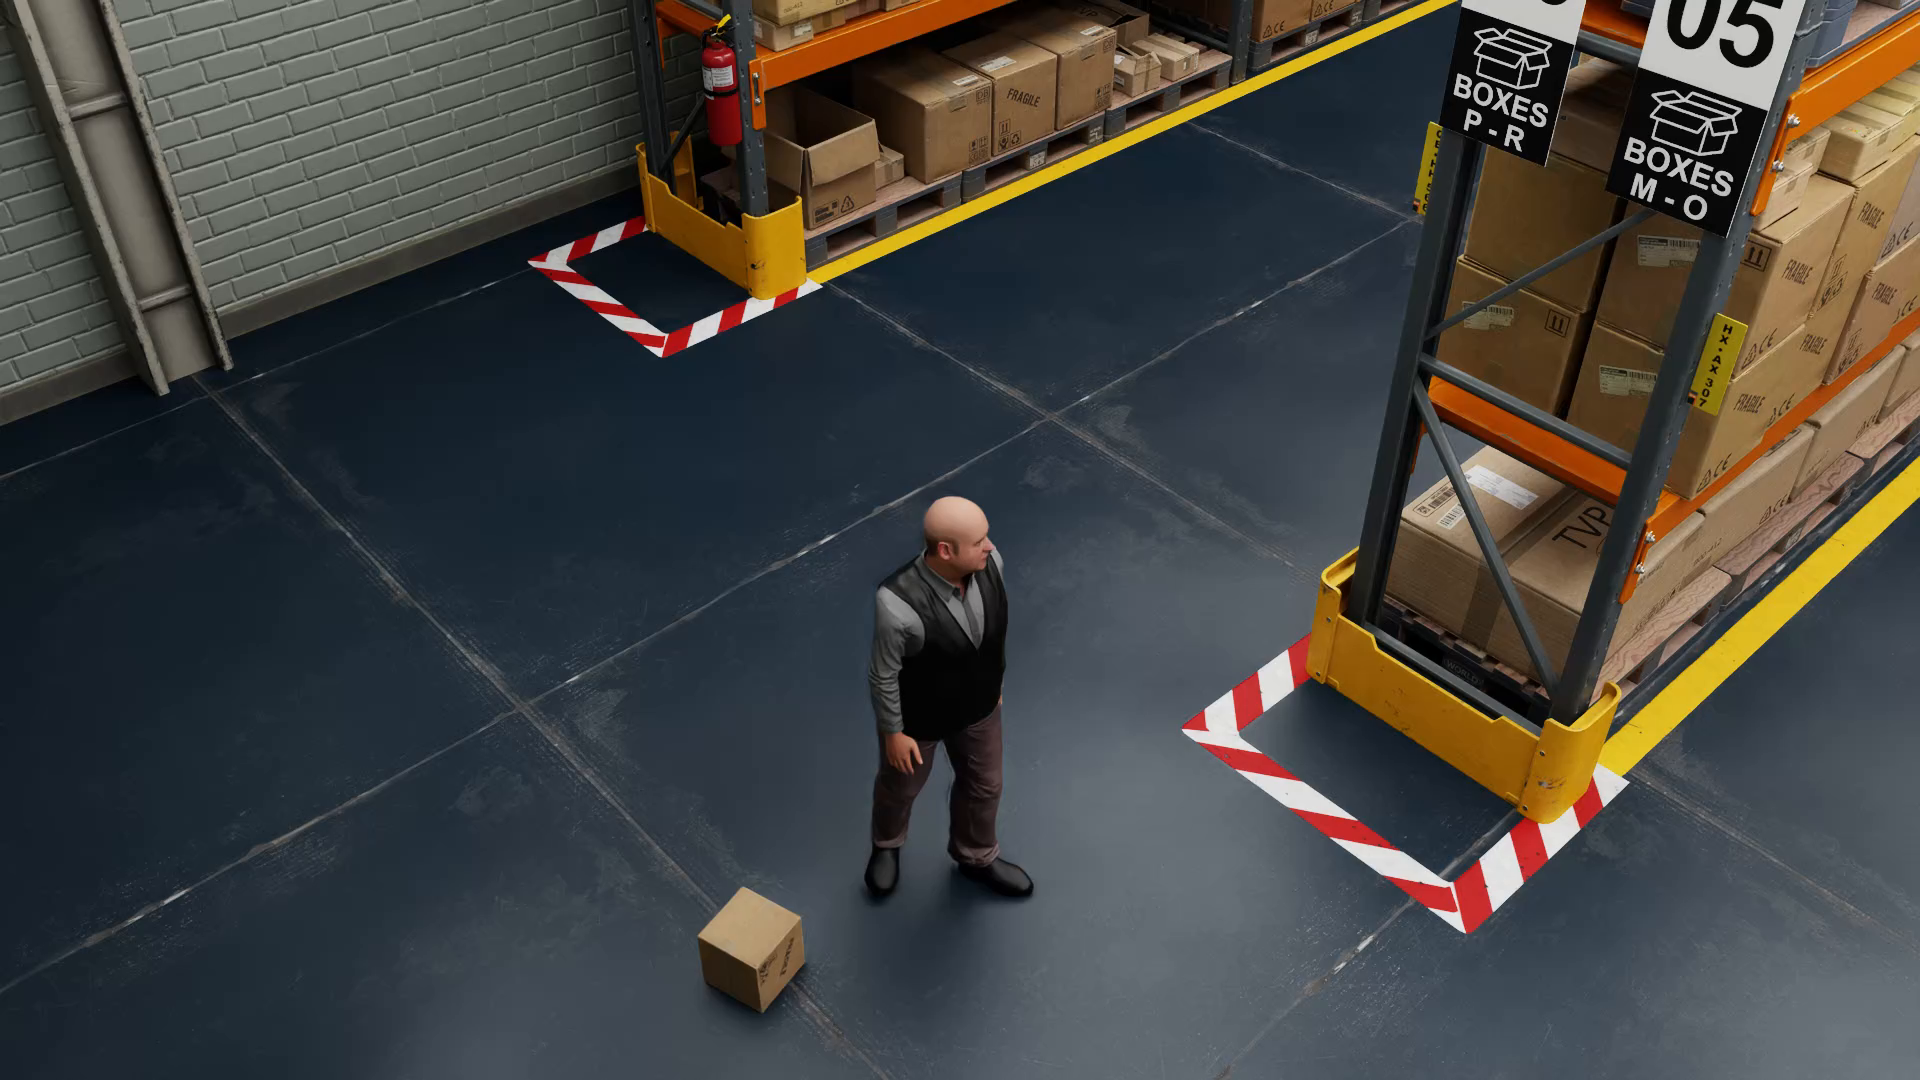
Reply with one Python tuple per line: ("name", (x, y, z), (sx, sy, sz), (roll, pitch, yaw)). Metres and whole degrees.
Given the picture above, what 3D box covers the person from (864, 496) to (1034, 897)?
("person", (-0.061, 0.548, 5.509), (0.556, 1.726, 0.549), (-26, 46, -28))
